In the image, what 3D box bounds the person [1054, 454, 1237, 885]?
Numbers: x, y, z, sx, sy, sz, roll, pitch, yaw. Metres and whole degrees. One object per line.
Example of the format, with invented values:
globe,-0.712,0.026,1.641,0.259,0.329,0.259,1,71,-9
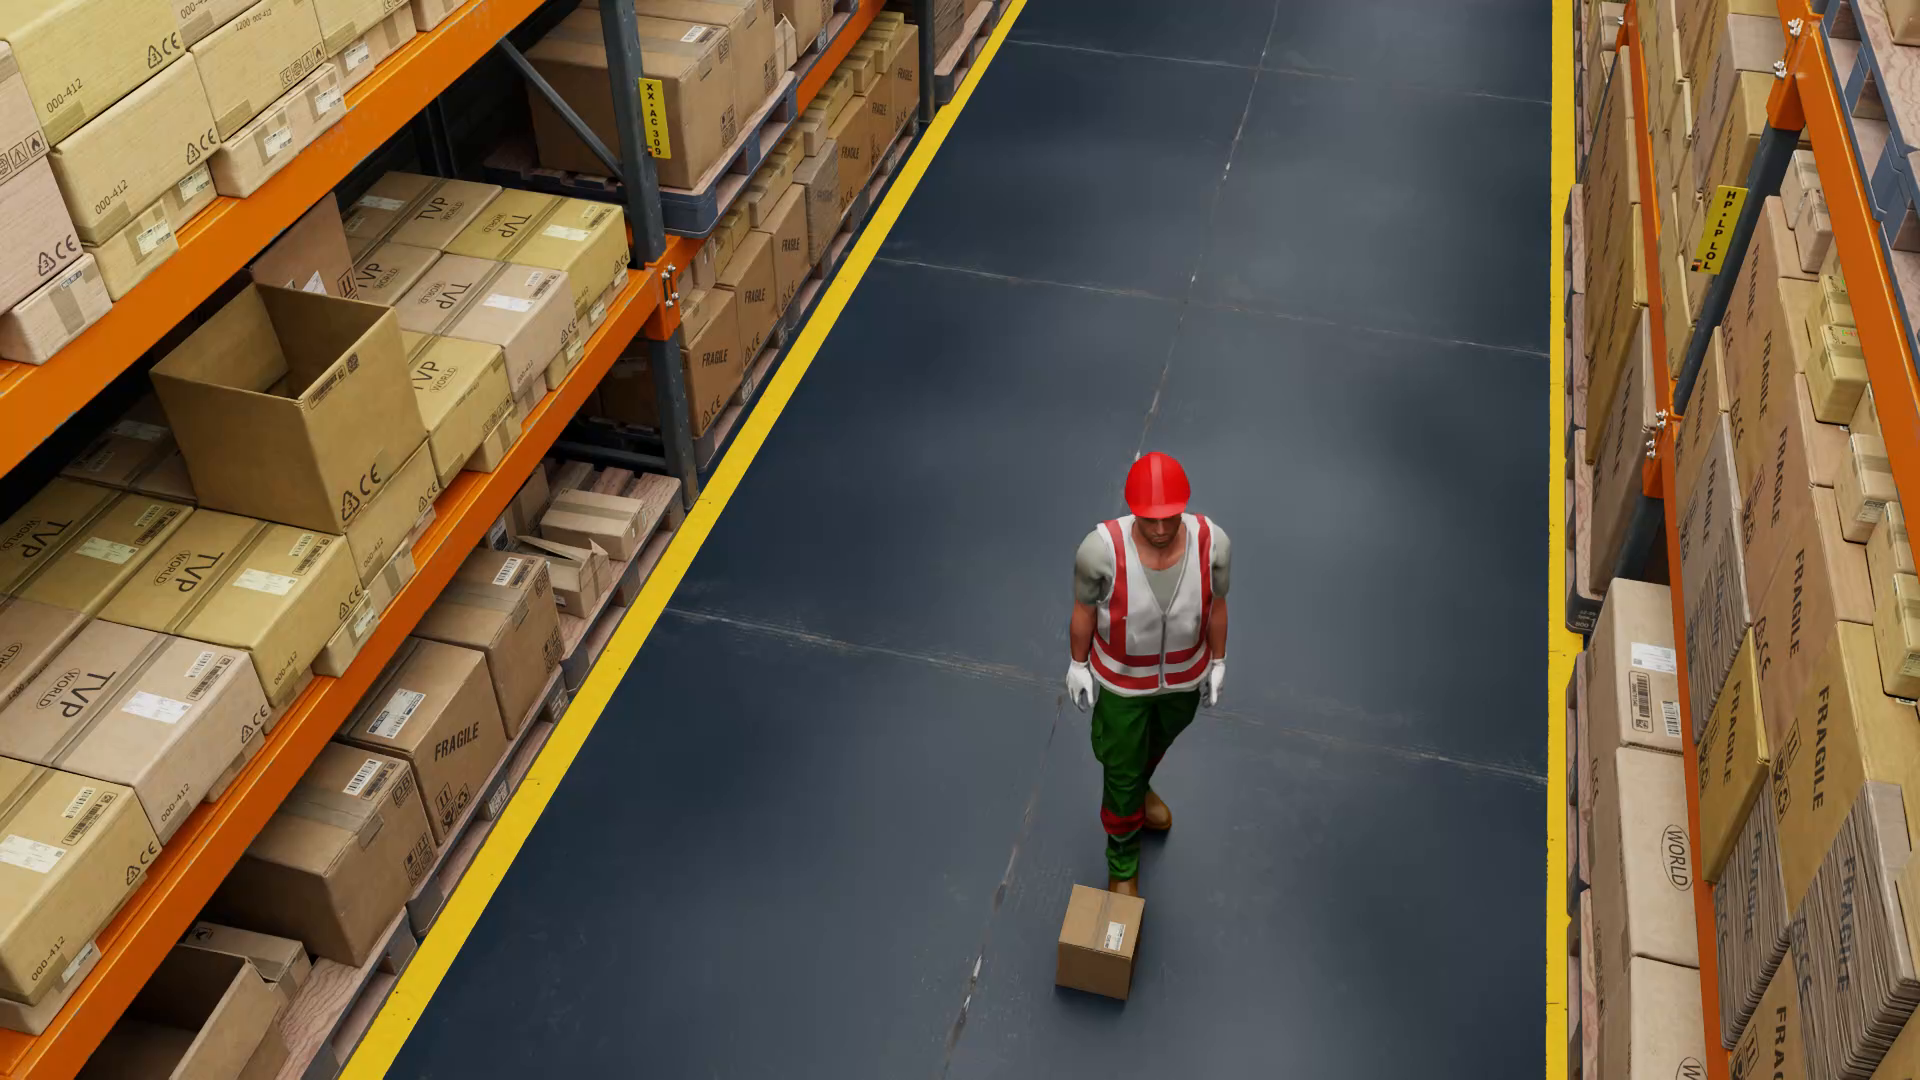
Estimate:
person,0.608,0.463,5.575,0.580,1.790,0.418,6,41,7
